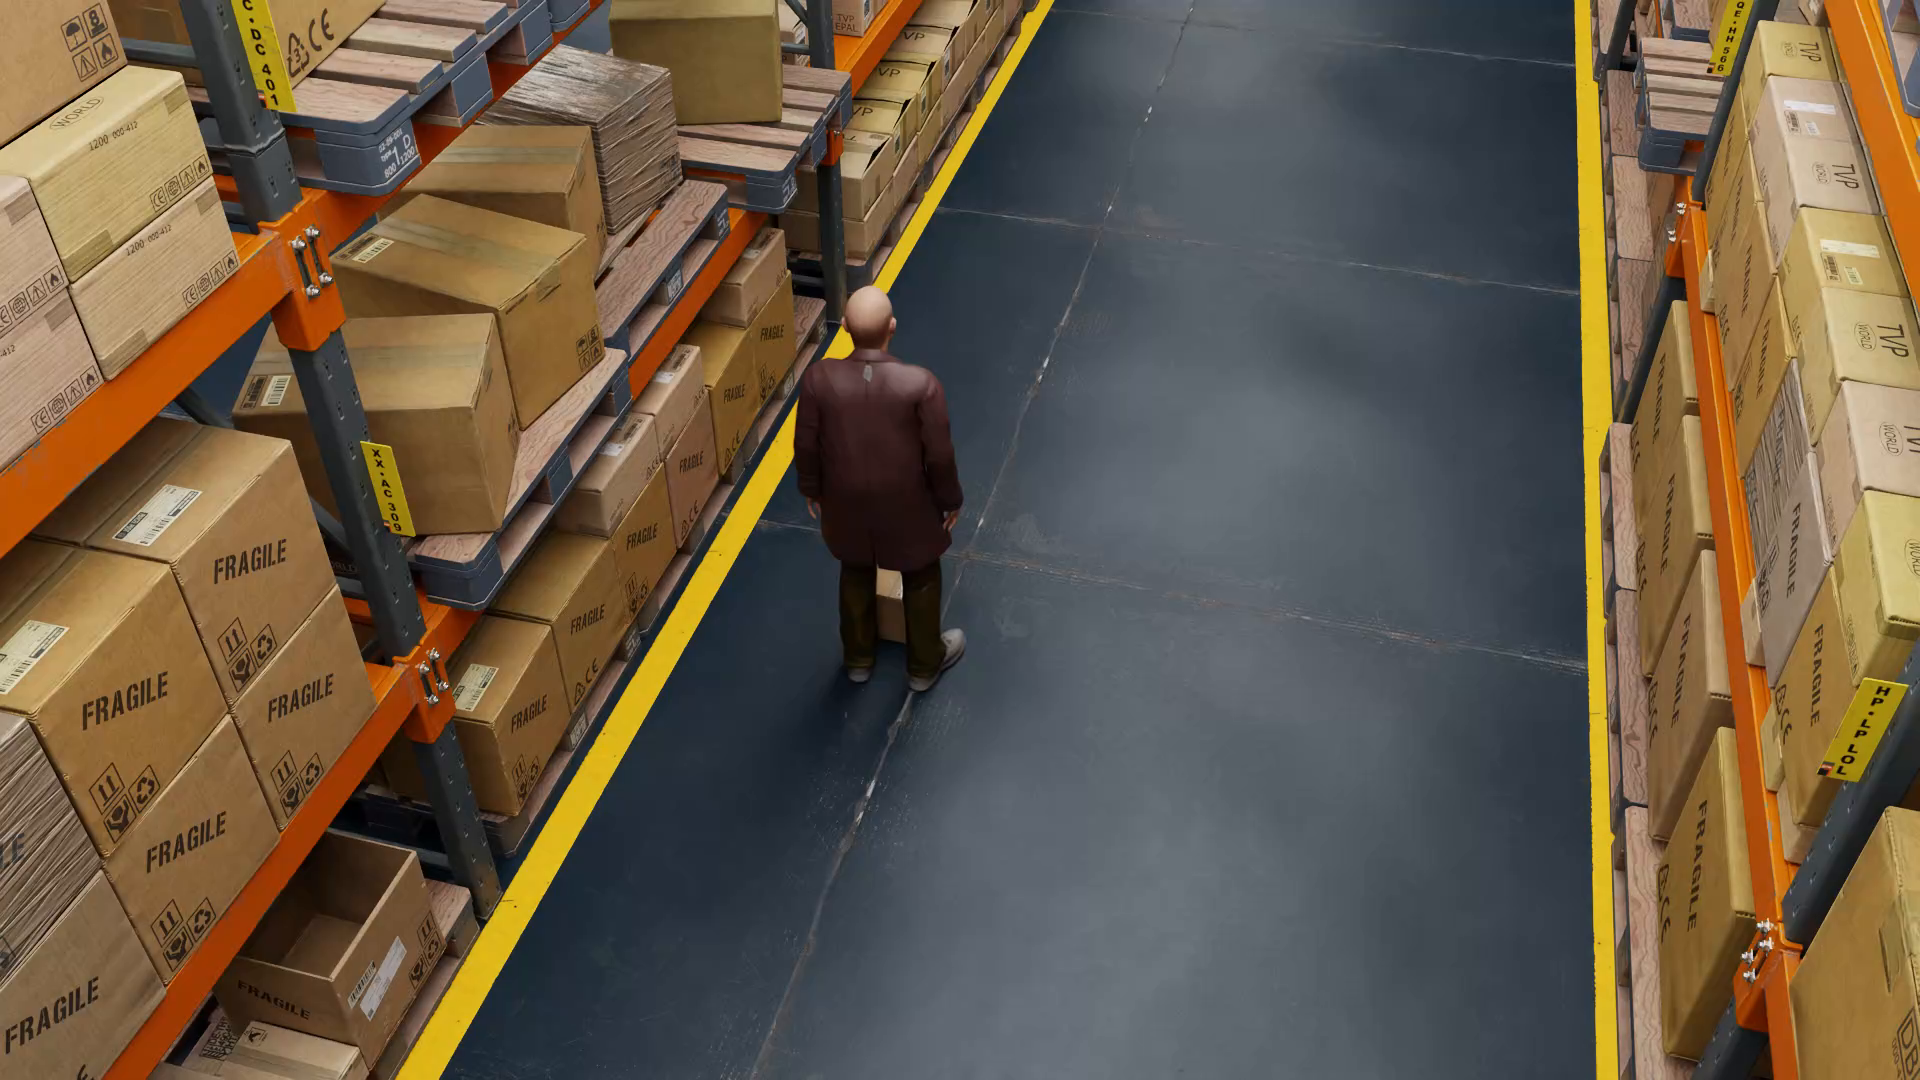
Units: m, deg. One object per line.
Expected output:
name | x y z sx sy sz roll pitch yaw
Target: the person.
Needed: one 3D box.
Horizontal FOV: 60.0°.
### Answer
person | -0.306 -0.167 6.366 0.648 1.772 0.433 7 41 9
